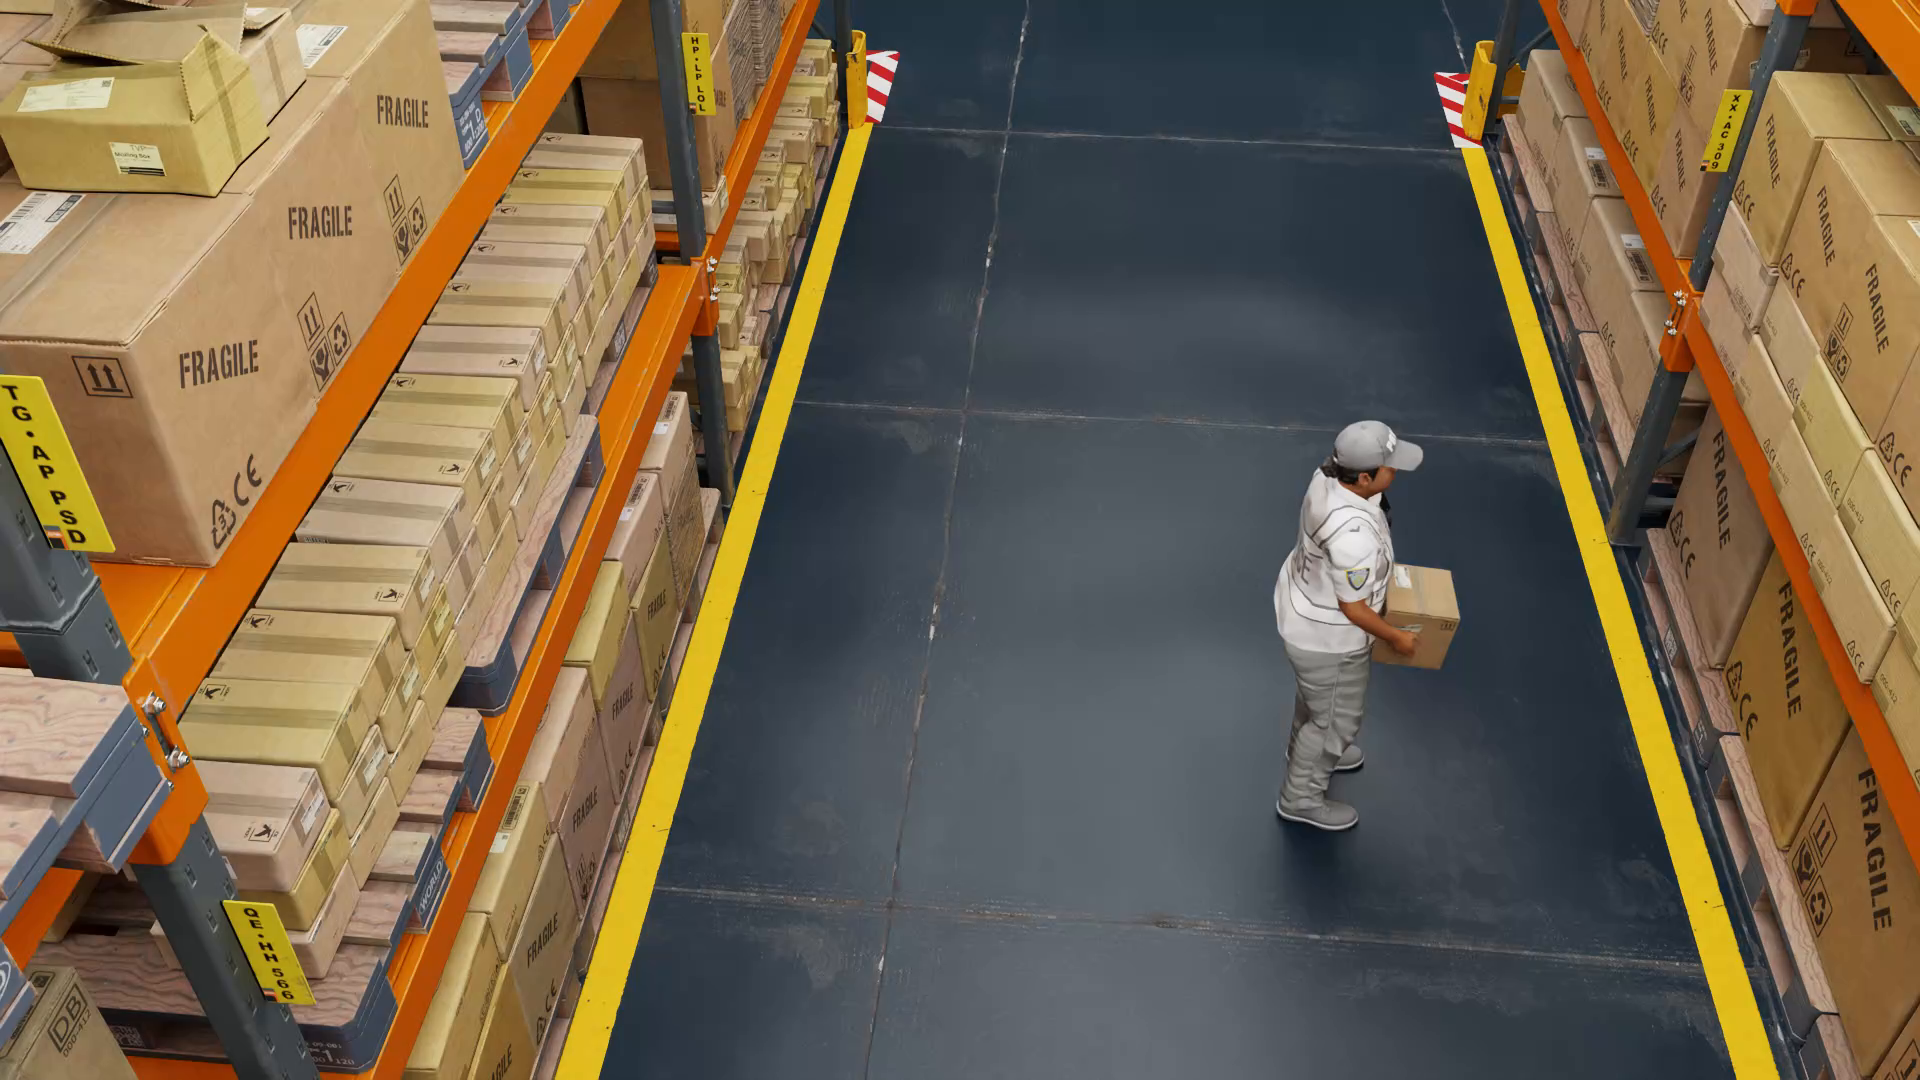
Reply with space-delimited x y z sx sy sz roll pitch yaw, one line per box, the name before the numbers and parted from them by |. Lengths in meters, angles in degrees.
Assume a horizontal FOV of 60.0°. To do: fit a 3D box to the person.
person | 1.346 0.284 5.814 0.490 1.671 0.493 3 40 3
